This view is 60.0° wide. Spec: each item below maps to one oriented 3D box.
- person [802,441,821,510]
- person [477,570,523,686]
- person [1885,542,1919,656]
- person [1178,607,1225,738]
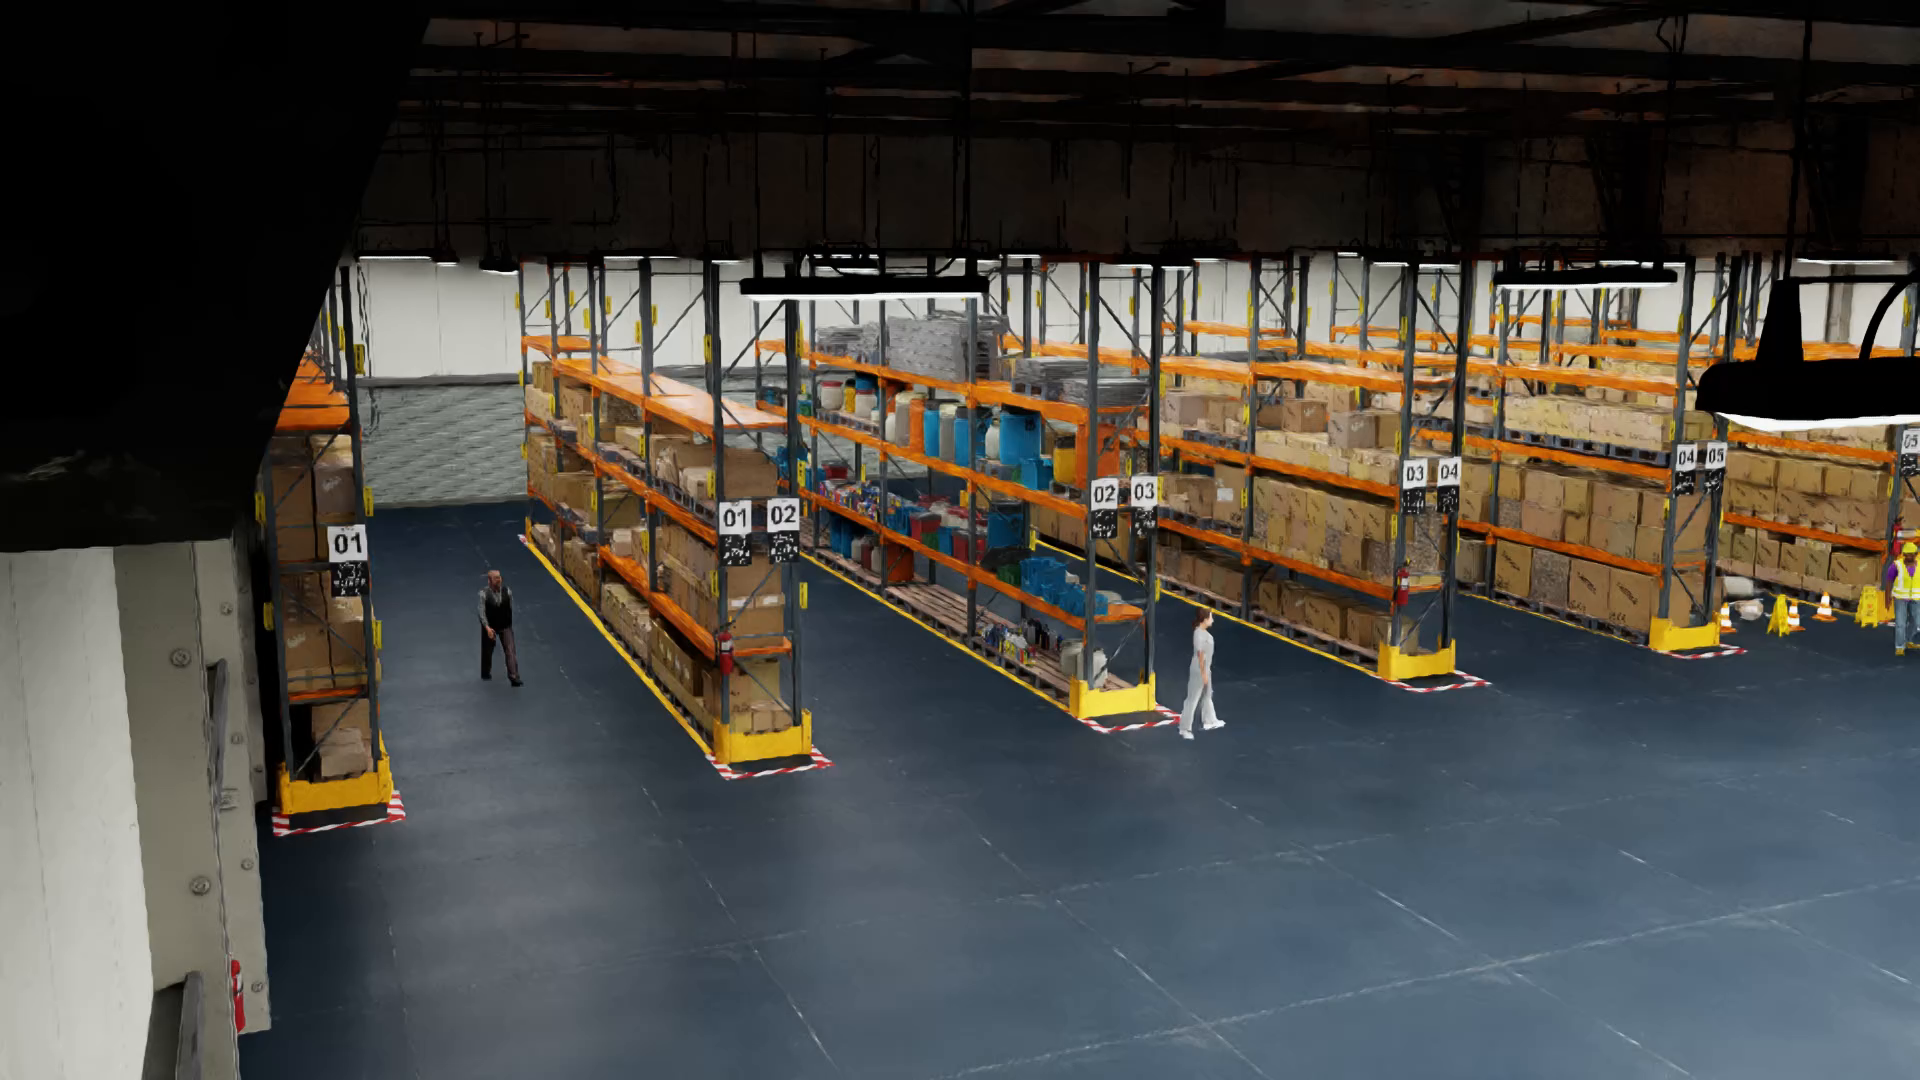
[{"bbox_3d":[-3.536,-1.461,38.428,0.484,1.664,0.689,9,14,40],"label":"person"},{"bbox_3d":[-6.588,1.234,23.626,0.537,1.665,1.027,-6,12,-31],"label":"person"},{"bbox_3d":[14.451,0.879,25.396,0.611,1.753,0.579,2,11,13],"label":"person"},{"bbox_3d":[3.101,1.662,21.268,0.561,1.661,0.690,2,11,13],"label":"person"}]
